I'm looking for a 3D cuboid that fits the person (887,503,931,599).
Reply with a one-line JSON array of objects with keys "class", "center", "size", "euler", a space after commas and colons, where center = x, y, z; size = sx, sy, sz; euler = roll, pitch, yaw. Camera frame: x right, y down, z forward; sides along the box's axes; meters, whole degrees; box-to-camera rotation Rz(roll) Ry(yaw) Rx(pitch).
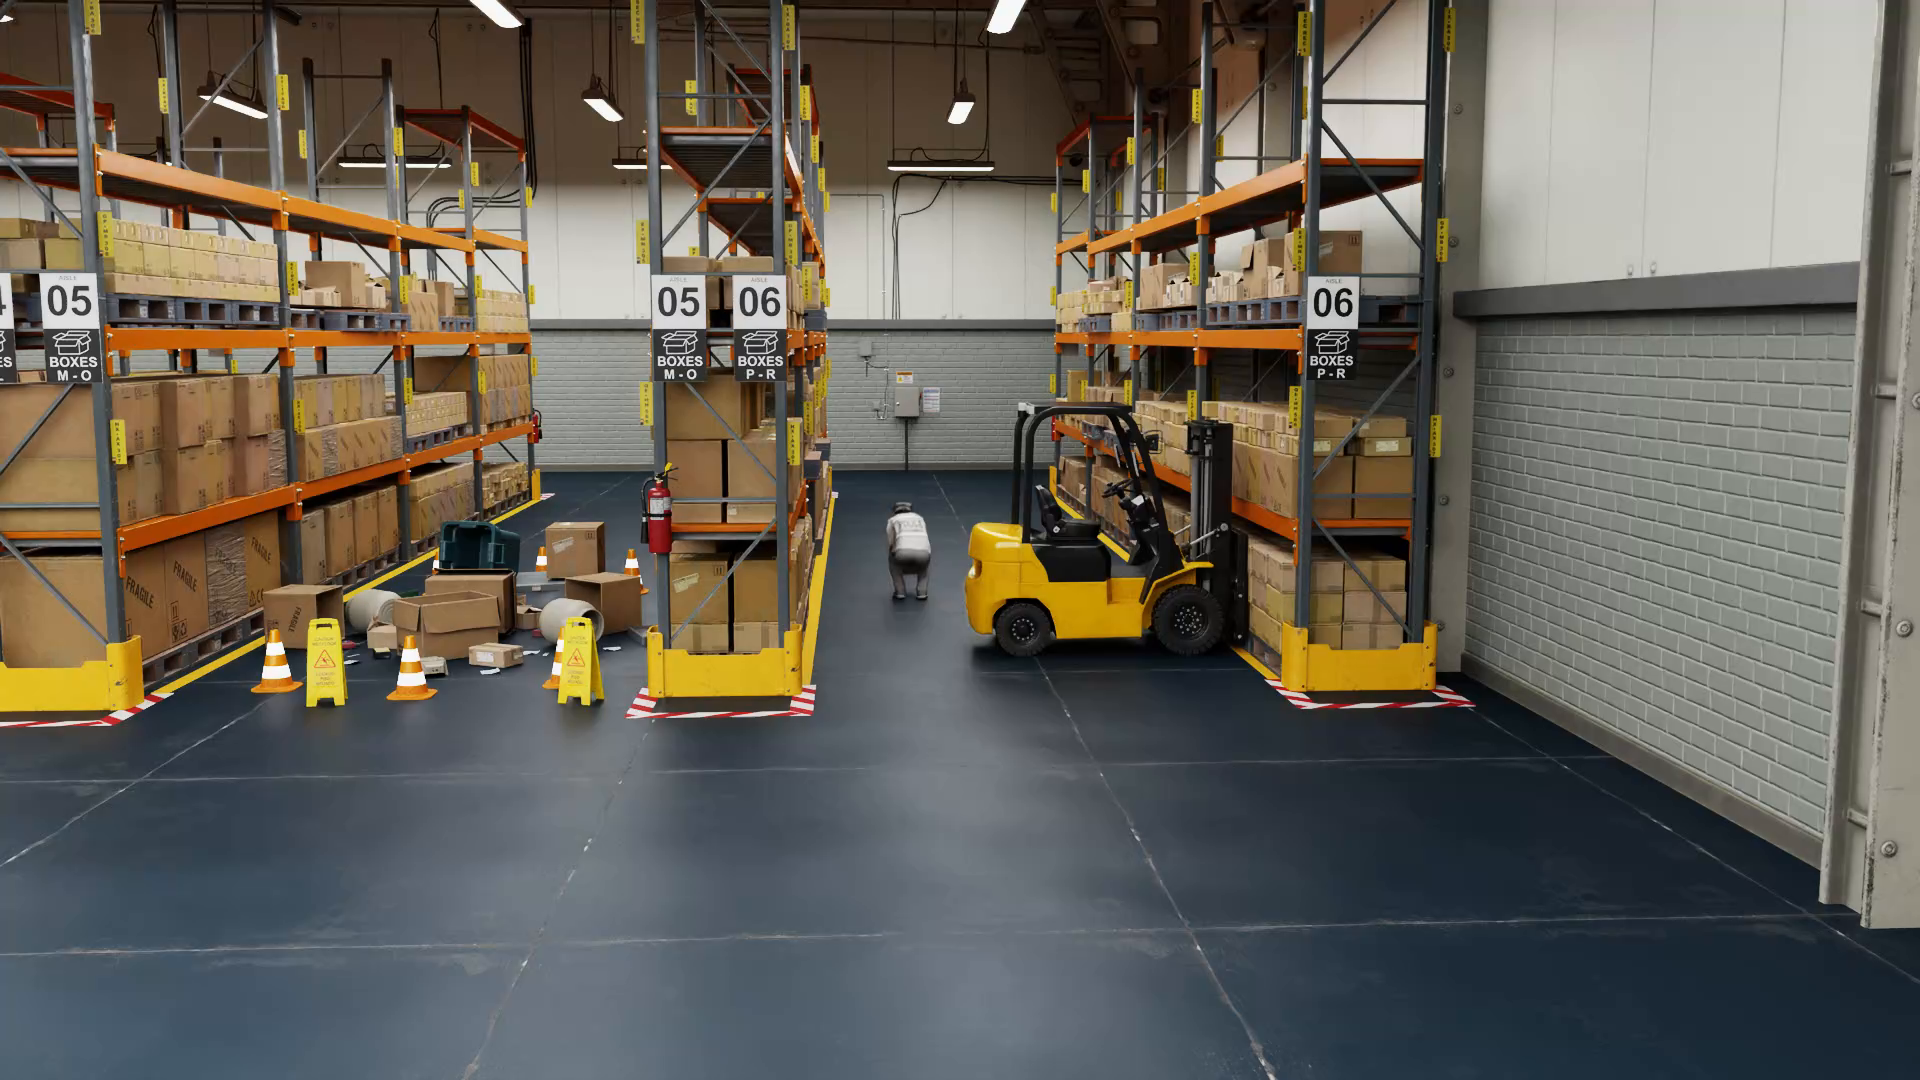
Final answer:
[{"class": "person", "center": [-0.542, 0.117, 17.658], "size": [0.459, 0.981, 0.859], "euler": [-1, 7, -5]}]
